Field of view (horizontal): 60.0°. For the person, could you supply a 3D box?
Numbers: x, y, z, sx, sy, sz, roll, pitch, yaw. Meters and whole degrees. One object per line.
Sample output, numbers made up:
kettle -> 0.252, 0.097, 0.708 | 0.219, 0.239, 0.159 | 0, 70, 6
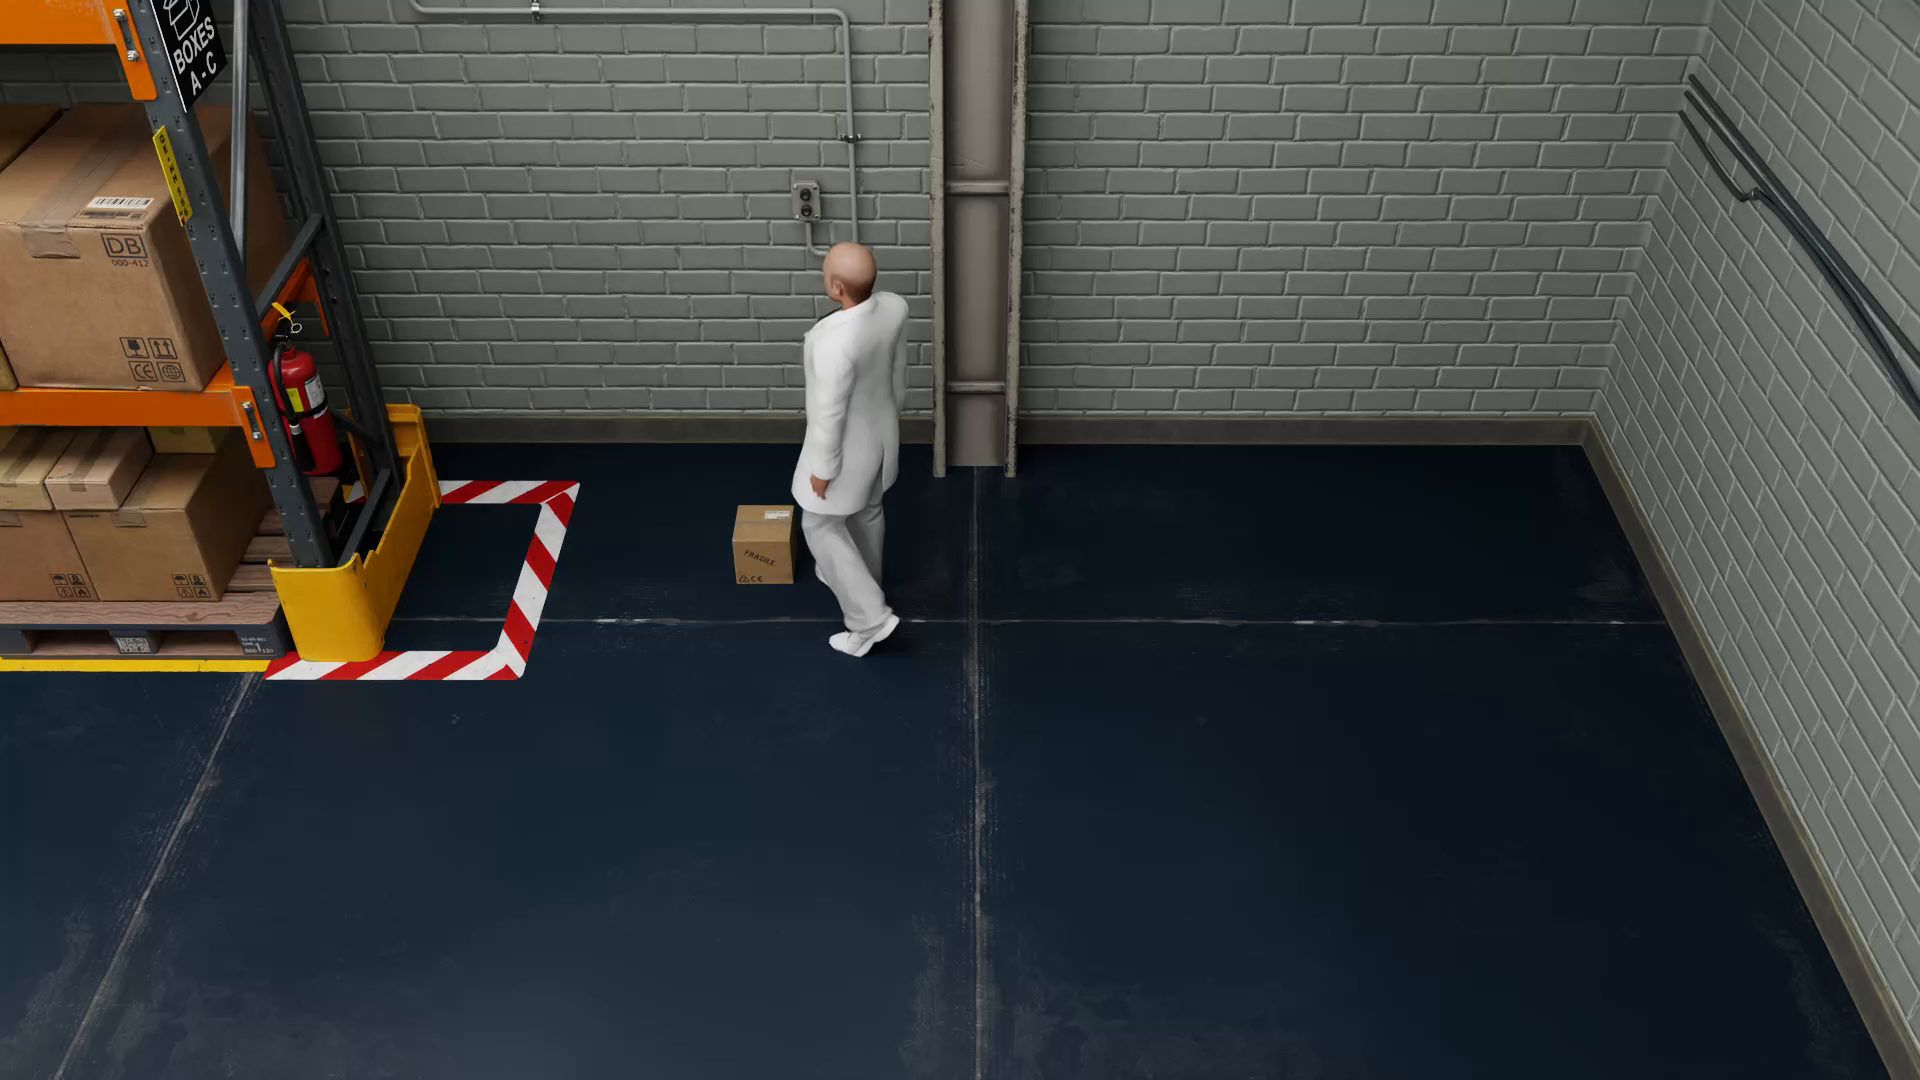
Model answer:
person -> -0.419, -0.386, 6.667 | 0.612, 1.825, 0.618 | 22, 44, 25
